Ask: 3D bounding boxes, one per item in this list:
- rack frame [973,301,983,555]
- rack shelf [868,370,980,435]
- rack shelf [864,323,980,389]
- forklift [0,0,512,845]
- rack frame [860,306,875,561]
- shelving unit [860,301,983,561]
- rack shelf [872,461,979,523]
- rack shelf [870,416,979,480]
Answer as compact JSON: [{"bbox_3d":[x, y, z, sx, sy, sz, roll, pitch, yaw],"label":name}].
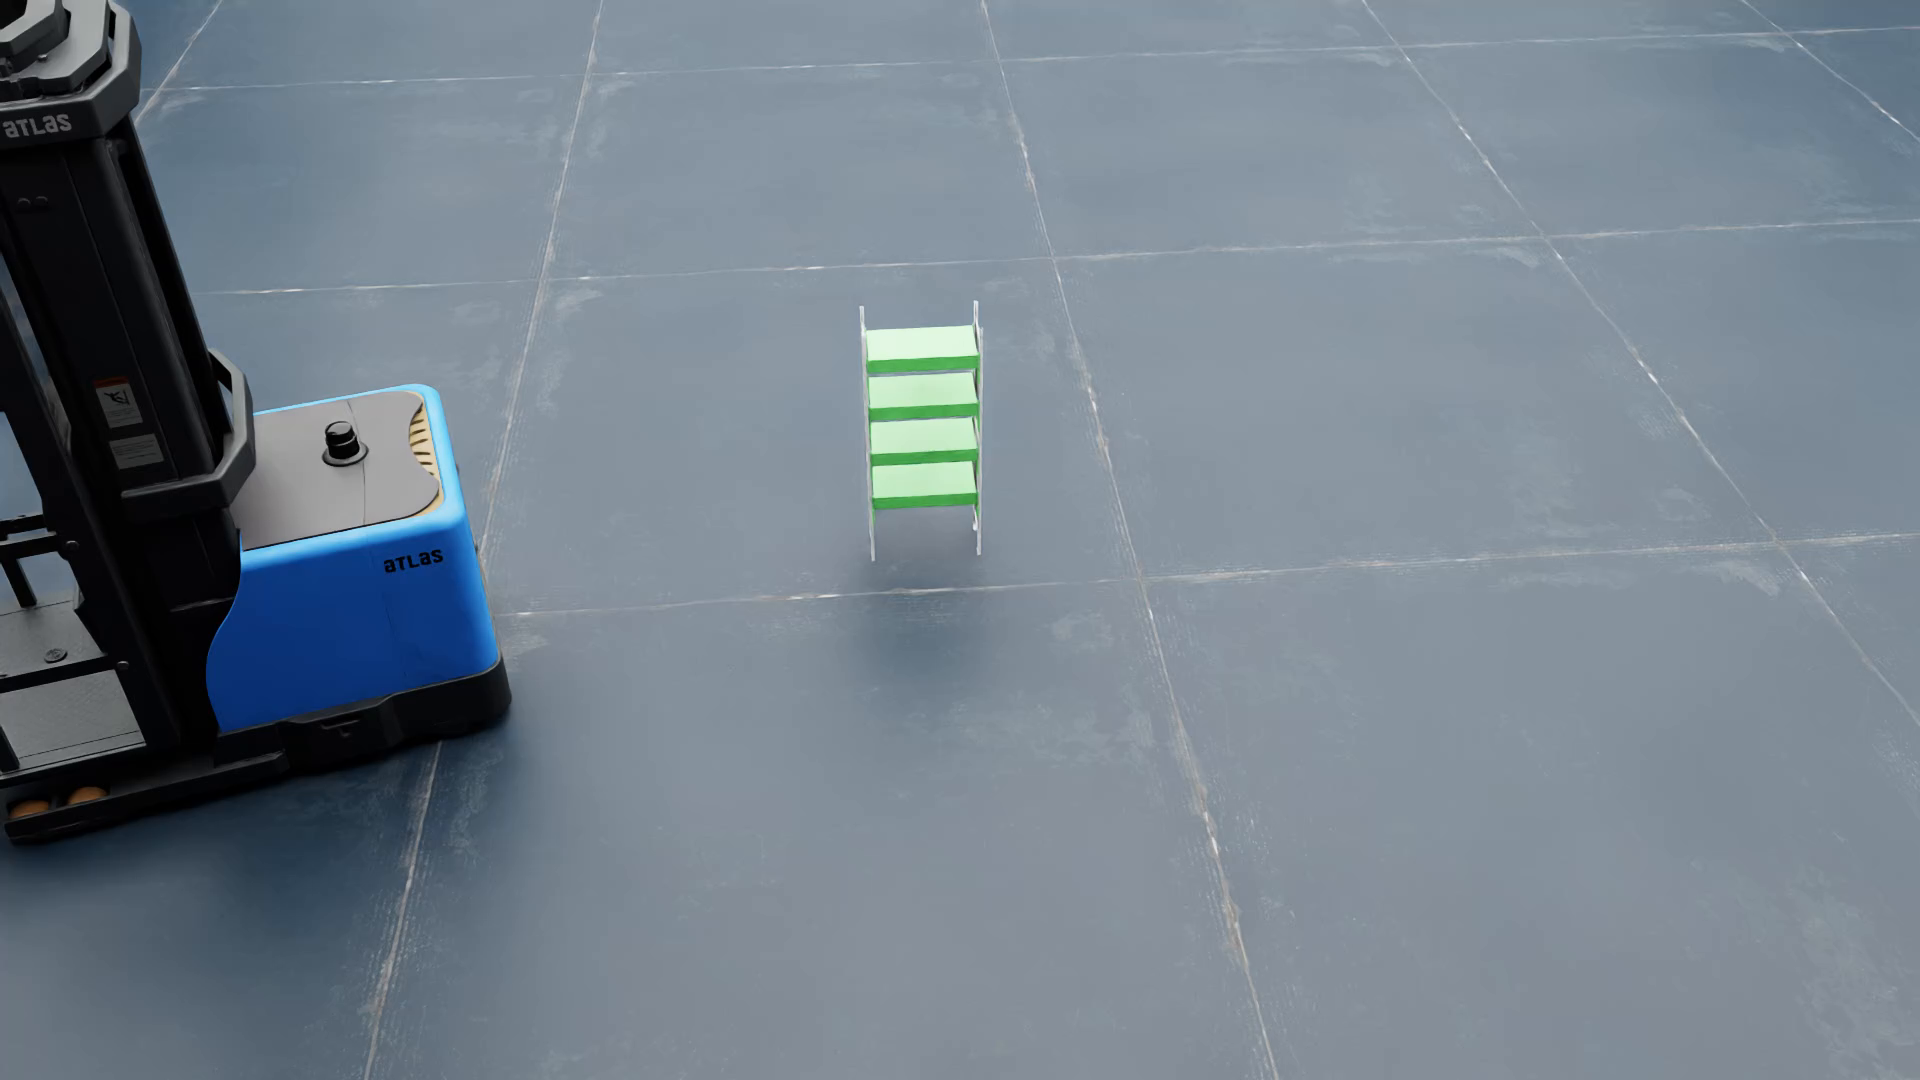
[{"bbox_3d":[0.078,-0.475,7.384,0.015,1.200,0.240,-3,38,-4],"label":"rack frame"},{"bbox_3d":[-0.165,-0.600,7.258,0.480,0.148,0.258,-3,38,-4],"label":"rack shelf"},{"bbox_3d":[-0.165,-0.789,7.109,0.480,0.148,0.258,-3,38,-4],"label":"rack shelf"},{"bbox_3d":[-3.408,-0.375,5.859,3.031,2.935,1.130,-13,40,-16],"label":"forklift"},{"bbox_3d":[-0.408,-0.449,7.350,0.015,1.200,0.240,-3,38,-4],"label":"rack frame"},{"bbox_3d":[-0.165,-0.462,7.367,0.503,1.200,0.258,-3,38,-4],"label":"shelving unit"},{"bbox_3d":[-0.165,-0.223,7.555,0.480,0.148,0.258,-3,38,-4],"label":"rack shelf"},{"bbox_3d":[-0.165,-0.412,7.406,0.480,0.148,0.258,-3,38,-4],"label":"rack shelf"}]
